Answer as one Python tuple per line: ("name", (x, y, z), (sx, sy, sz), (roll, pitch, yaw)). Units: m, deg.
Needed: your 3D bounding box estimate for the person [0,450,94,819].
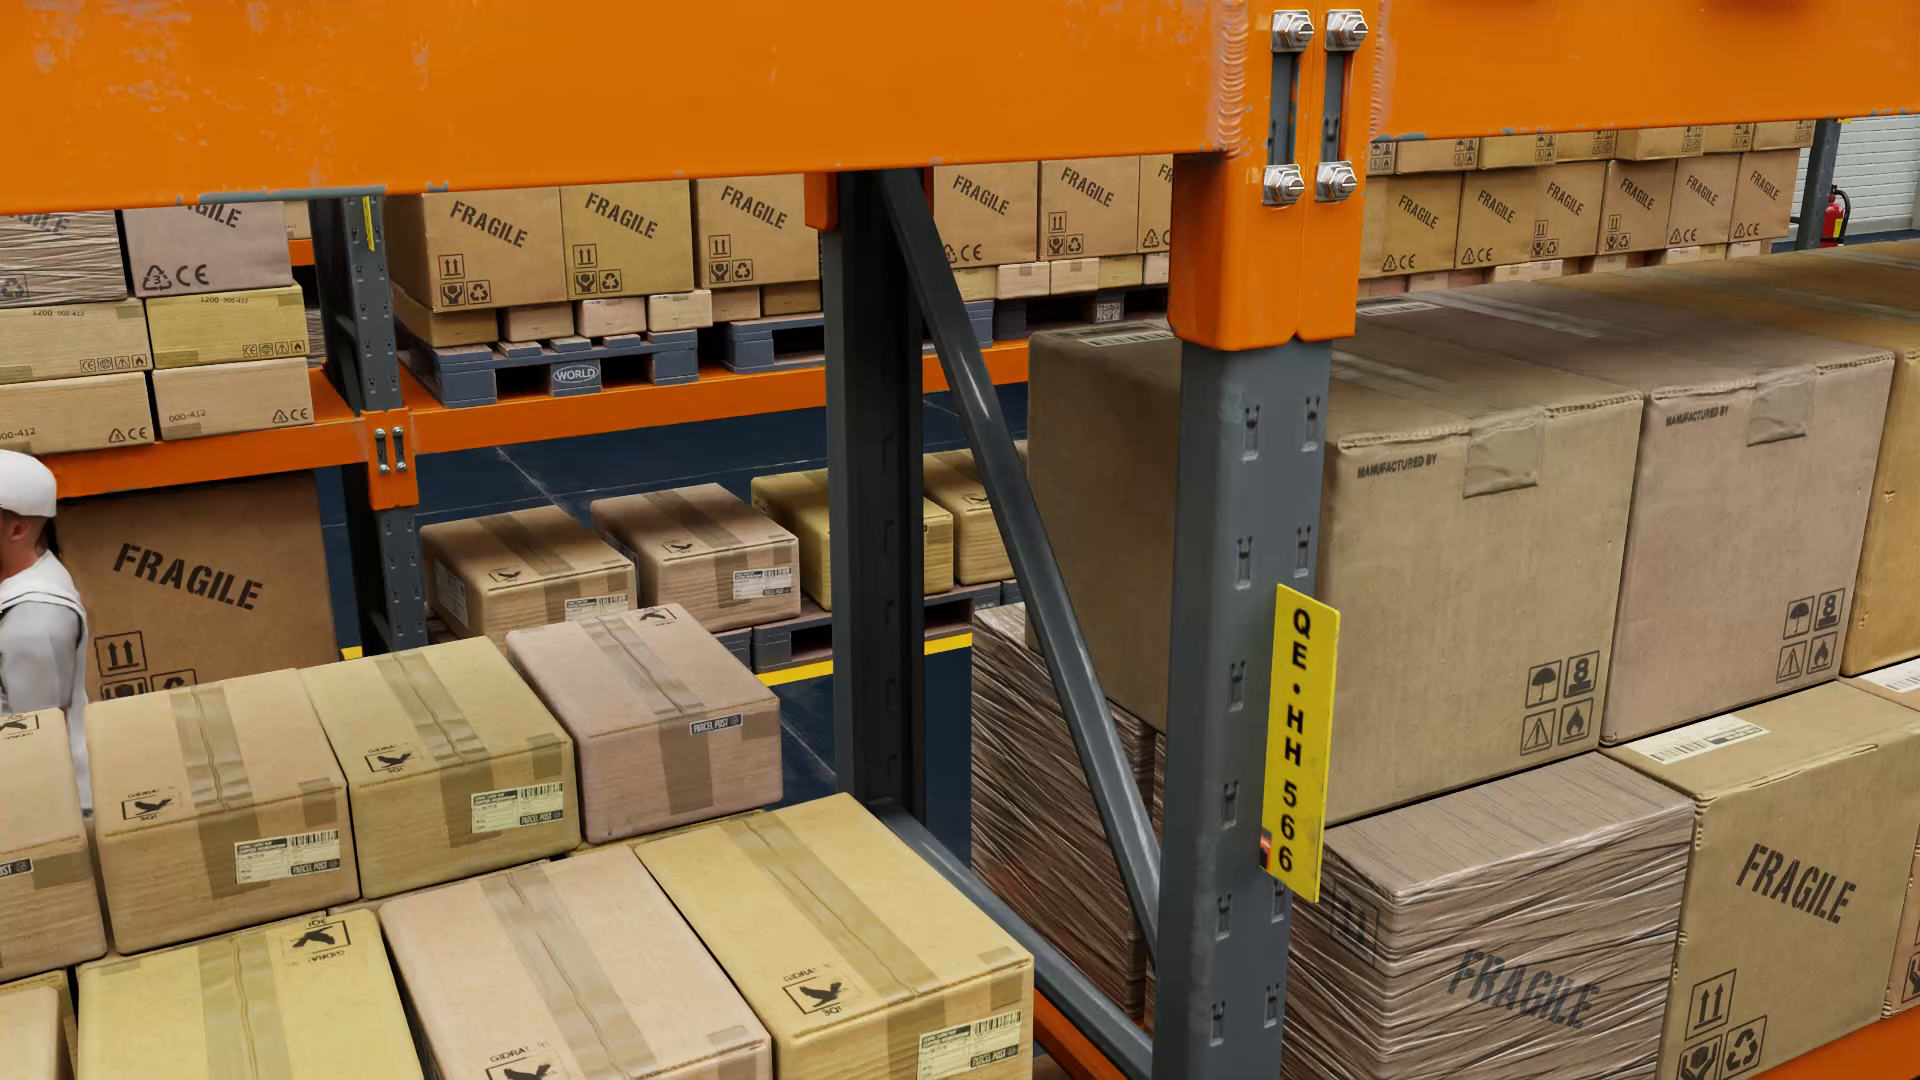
("person", (-2.247, 0.640, 4.087), (1.020, 1.746, 0.566), (-14, 23, -37))
